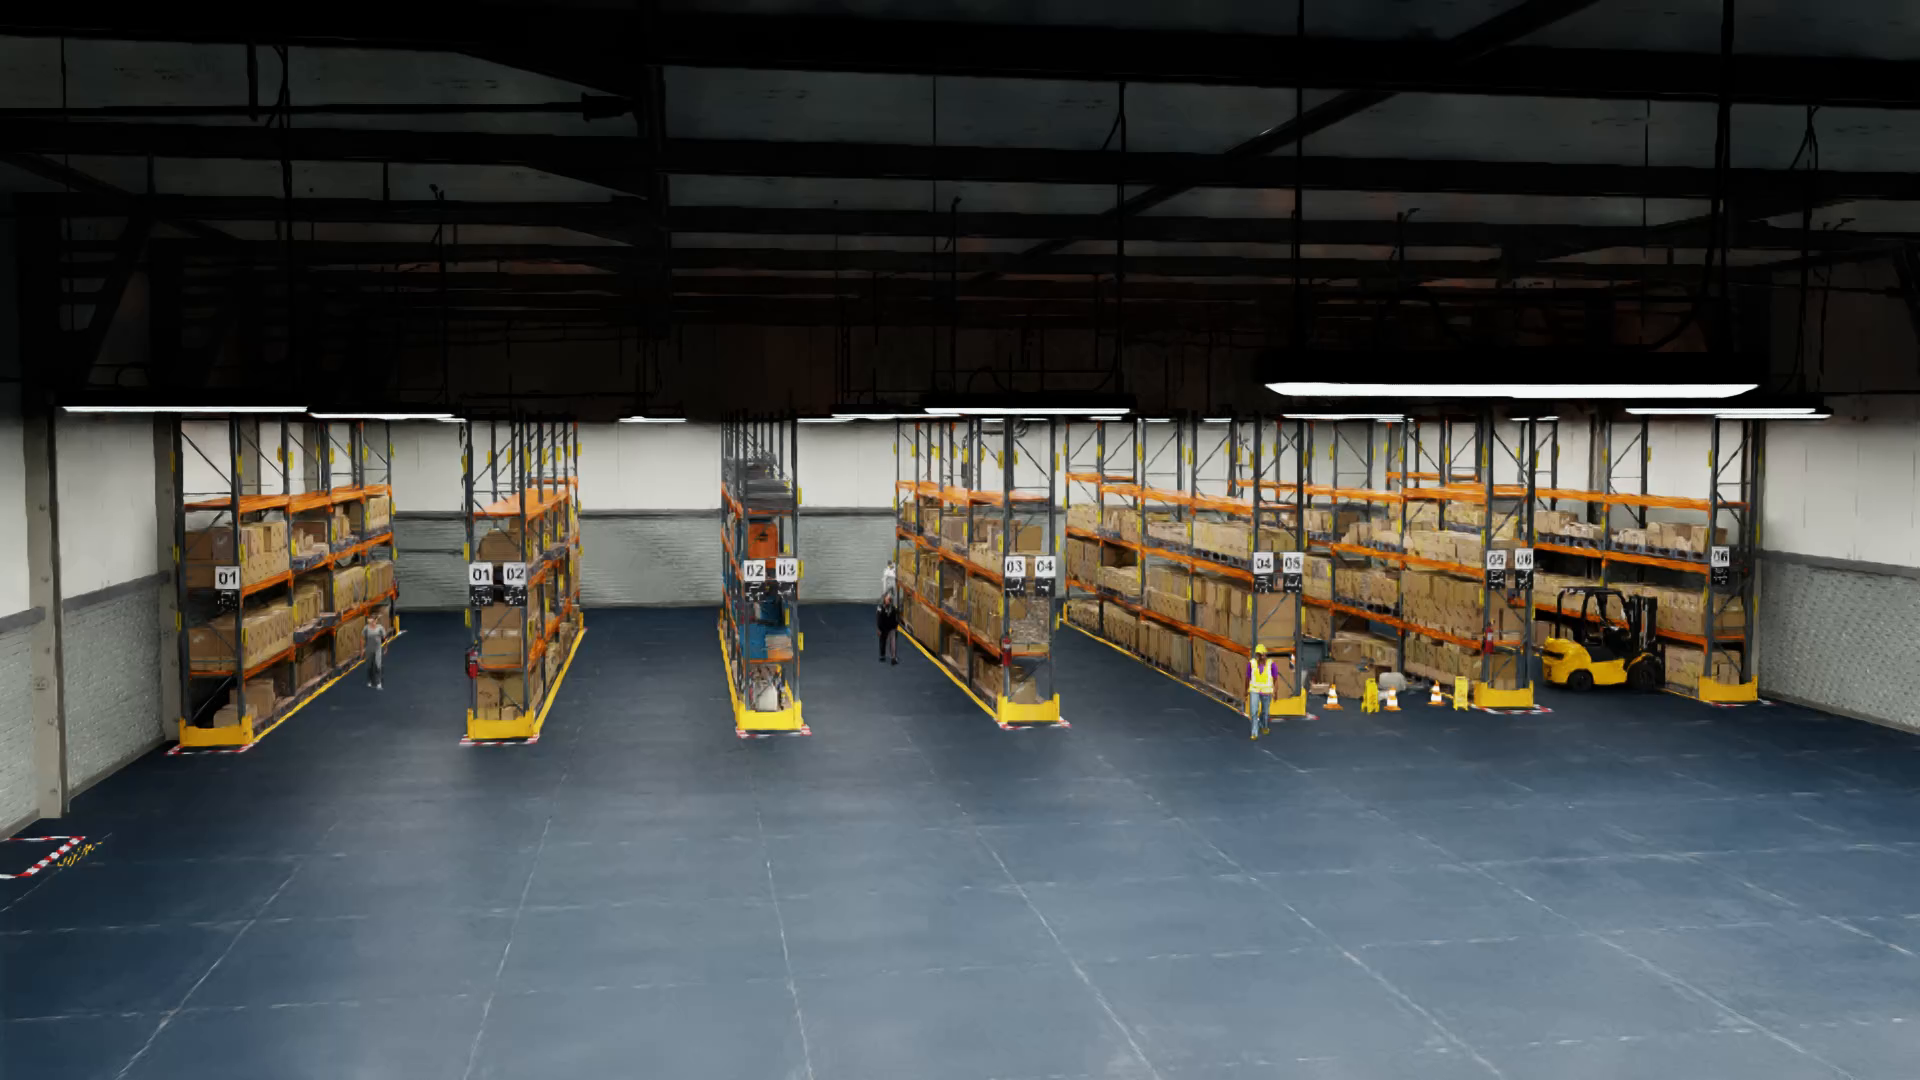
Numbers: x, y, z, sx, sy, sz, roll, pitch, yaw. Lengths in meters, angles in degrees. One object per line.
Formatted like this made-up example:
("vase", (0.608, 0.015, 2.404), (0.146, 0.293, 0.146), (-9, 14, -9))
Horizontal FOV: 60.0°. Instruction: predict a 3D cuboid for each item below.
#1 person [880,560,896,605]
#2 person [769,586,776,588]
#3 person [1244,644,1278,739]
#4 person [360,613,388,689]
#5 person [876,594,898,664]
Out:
("person", (-2.133, 1.398, 50.417), (0.529, 1.625, 0.934), (-3, 5, -33))
("person", (-5.698, 1.424, 50.153), (0.420, 1.588, 0.565), (1, 4, 20))
("person", (5.494, 2.750, 30.309), (0.603, 1.728, 0.939), (0, 4, 6))
("person", (-12.743, 2.386, 36.160), (0.569, 1.635, 0.684), (-1, 4, -17))
("person", (-1.749, 2.117, 39.773), (0.543, 1.647, 1.115), (-1, 4, -7))
